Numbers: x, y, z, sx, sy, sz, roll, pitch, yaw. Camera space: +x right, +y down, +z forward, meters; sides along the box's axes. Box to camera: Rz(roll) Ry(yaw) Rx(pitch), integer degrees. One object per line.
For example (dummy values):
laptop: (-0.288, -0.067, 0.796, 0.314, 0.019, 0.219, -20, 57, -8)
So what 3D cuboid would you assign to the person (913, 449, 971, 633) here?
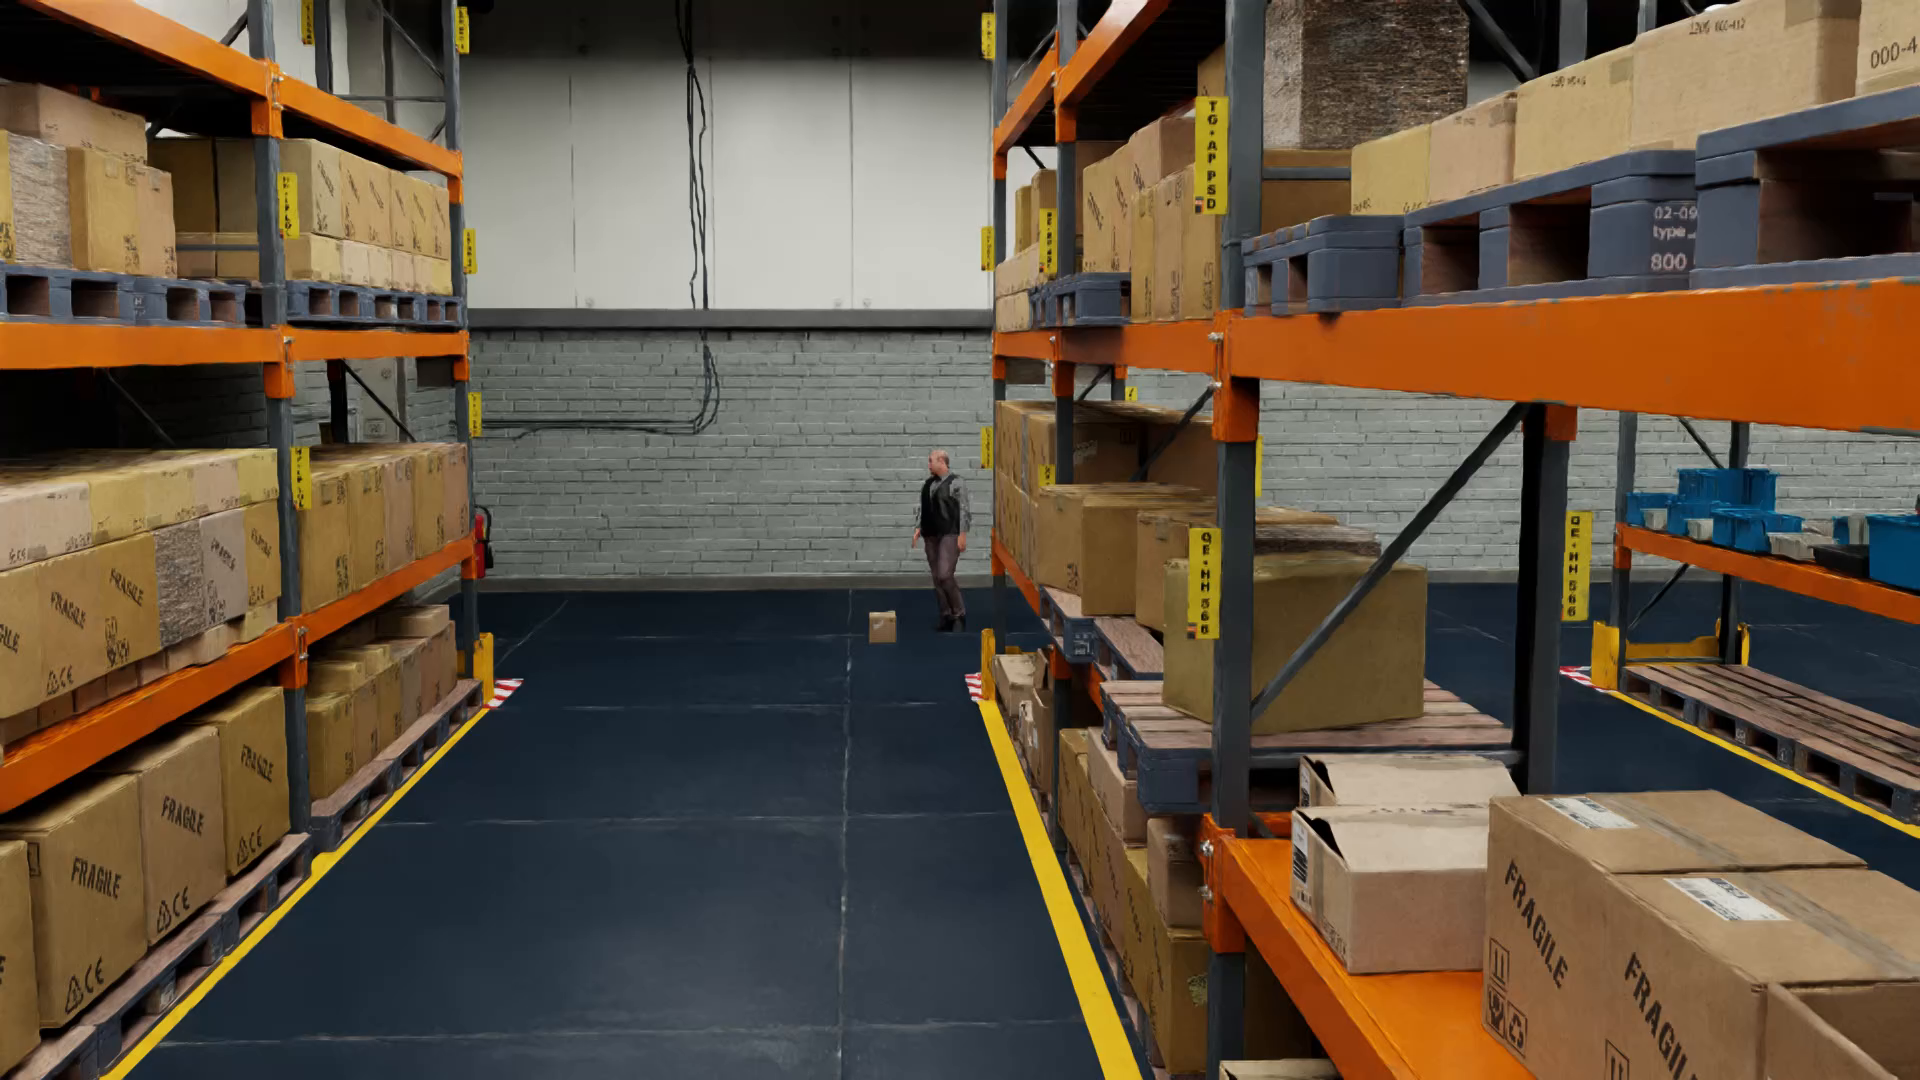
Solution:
person: (-0.181, 0.024, 15.881, 0.614, 1.761, 0.460, 5, 9, 39)
